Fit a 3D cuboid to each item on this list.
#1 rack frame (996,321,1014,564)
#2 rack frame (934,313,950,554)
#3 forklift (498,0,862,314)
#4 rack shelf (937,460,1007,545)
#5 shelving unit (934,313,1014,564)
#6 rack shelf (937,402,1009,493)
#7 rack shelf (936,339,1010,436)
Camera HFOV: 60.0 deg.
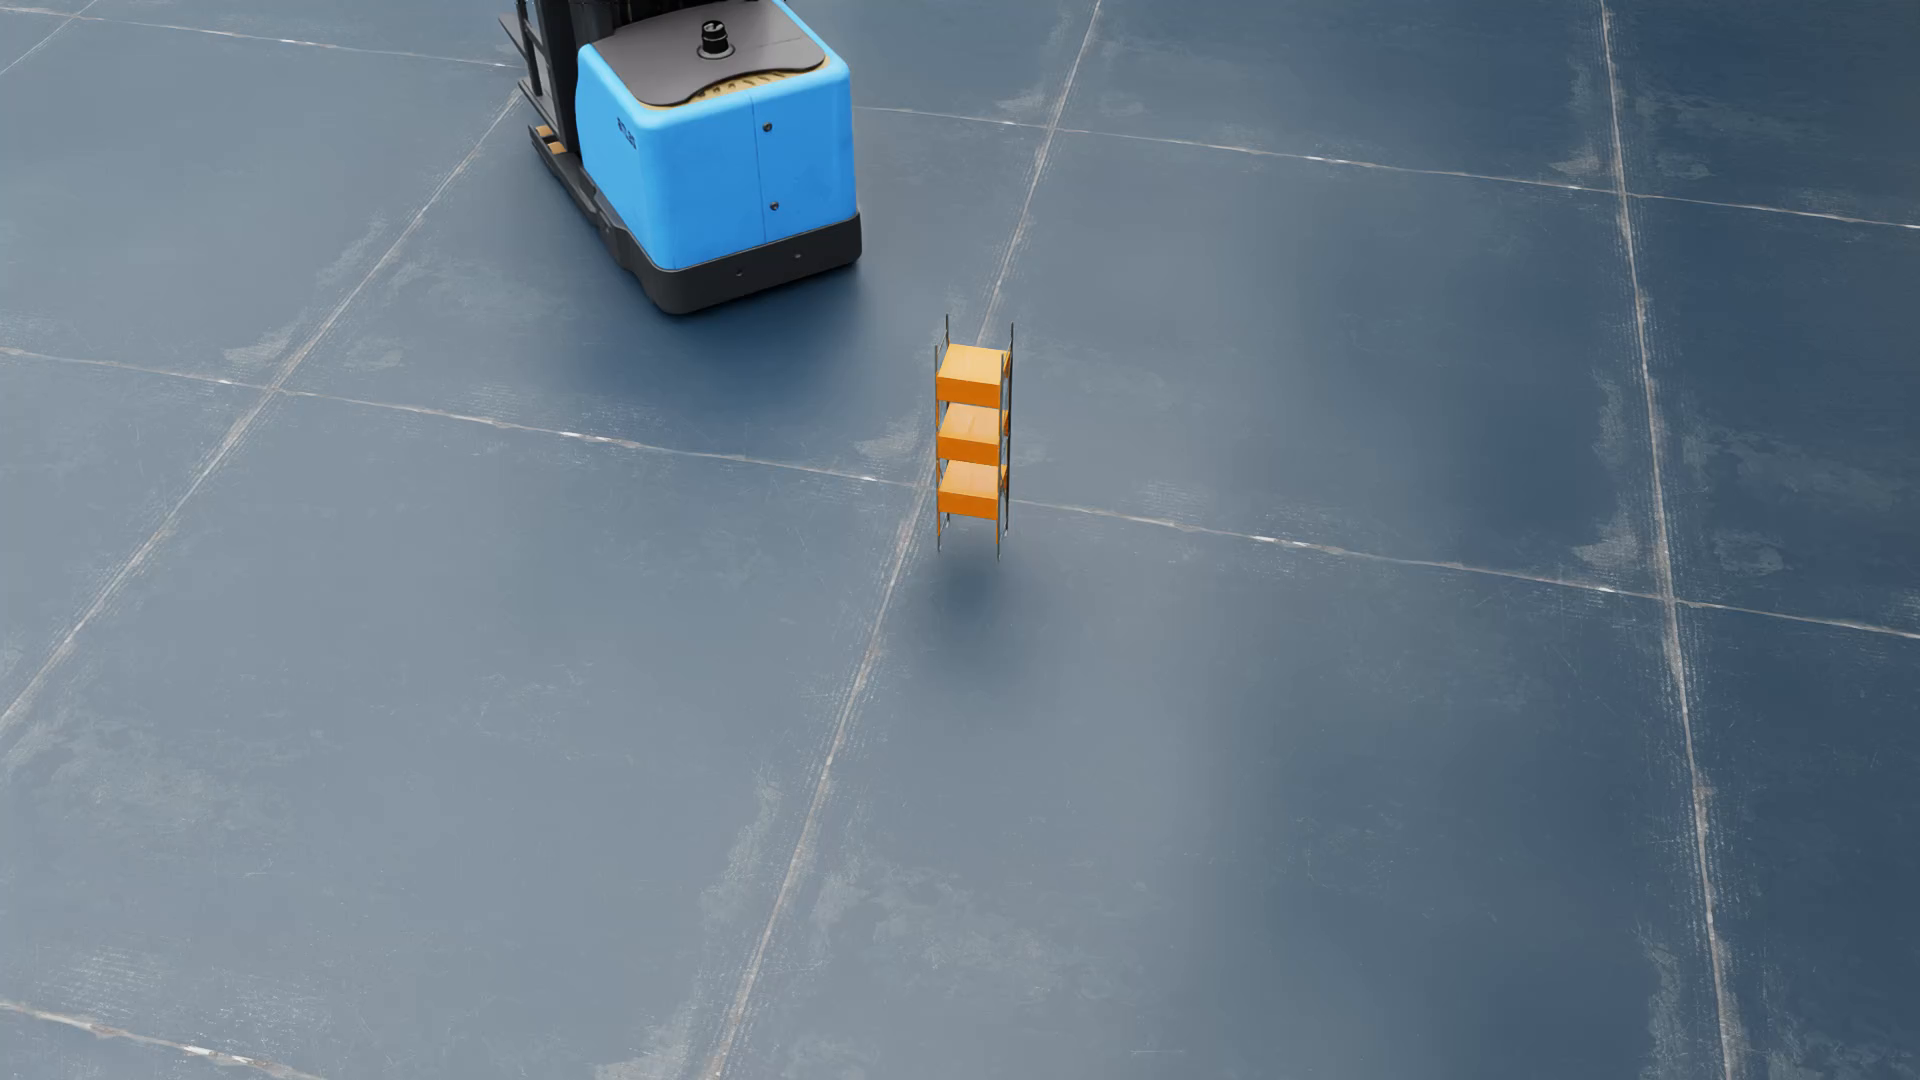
[{"bbox_3d":[0.171,-0.352,6.358,0.008,1.050,0.200,9,45,9],"label":"rack frame"},{"bbox_3d":[-0.067,-0.389,6.397,0.008,1.050,0.200,9,45,9],"label":"rack frame"},{"bbox_3d":[-1.632,-3.122,7.880,1.130,2.935,3.031,-21,48,-20],"label":"forklift"},{"bbox_3d":[0.052,-0.162,6.578,0.240,0.259,0.215,9,45,9],"label":"rack shelf"},{"bbox_3d":[0.052,-0.370,6.378,0.252,1.050,0.215,9,45,9],"label":"shelving unit"},{"bbox_3d":[0.052,-0.363,6.385,0.240,0.259,0.215,9,45,9],"label":"rack shelf"},{"bbox_3d":[0.052,-0.567,6.188,0.240,0.259,0.215,9,45,9],"label":"rack shelf"}]
